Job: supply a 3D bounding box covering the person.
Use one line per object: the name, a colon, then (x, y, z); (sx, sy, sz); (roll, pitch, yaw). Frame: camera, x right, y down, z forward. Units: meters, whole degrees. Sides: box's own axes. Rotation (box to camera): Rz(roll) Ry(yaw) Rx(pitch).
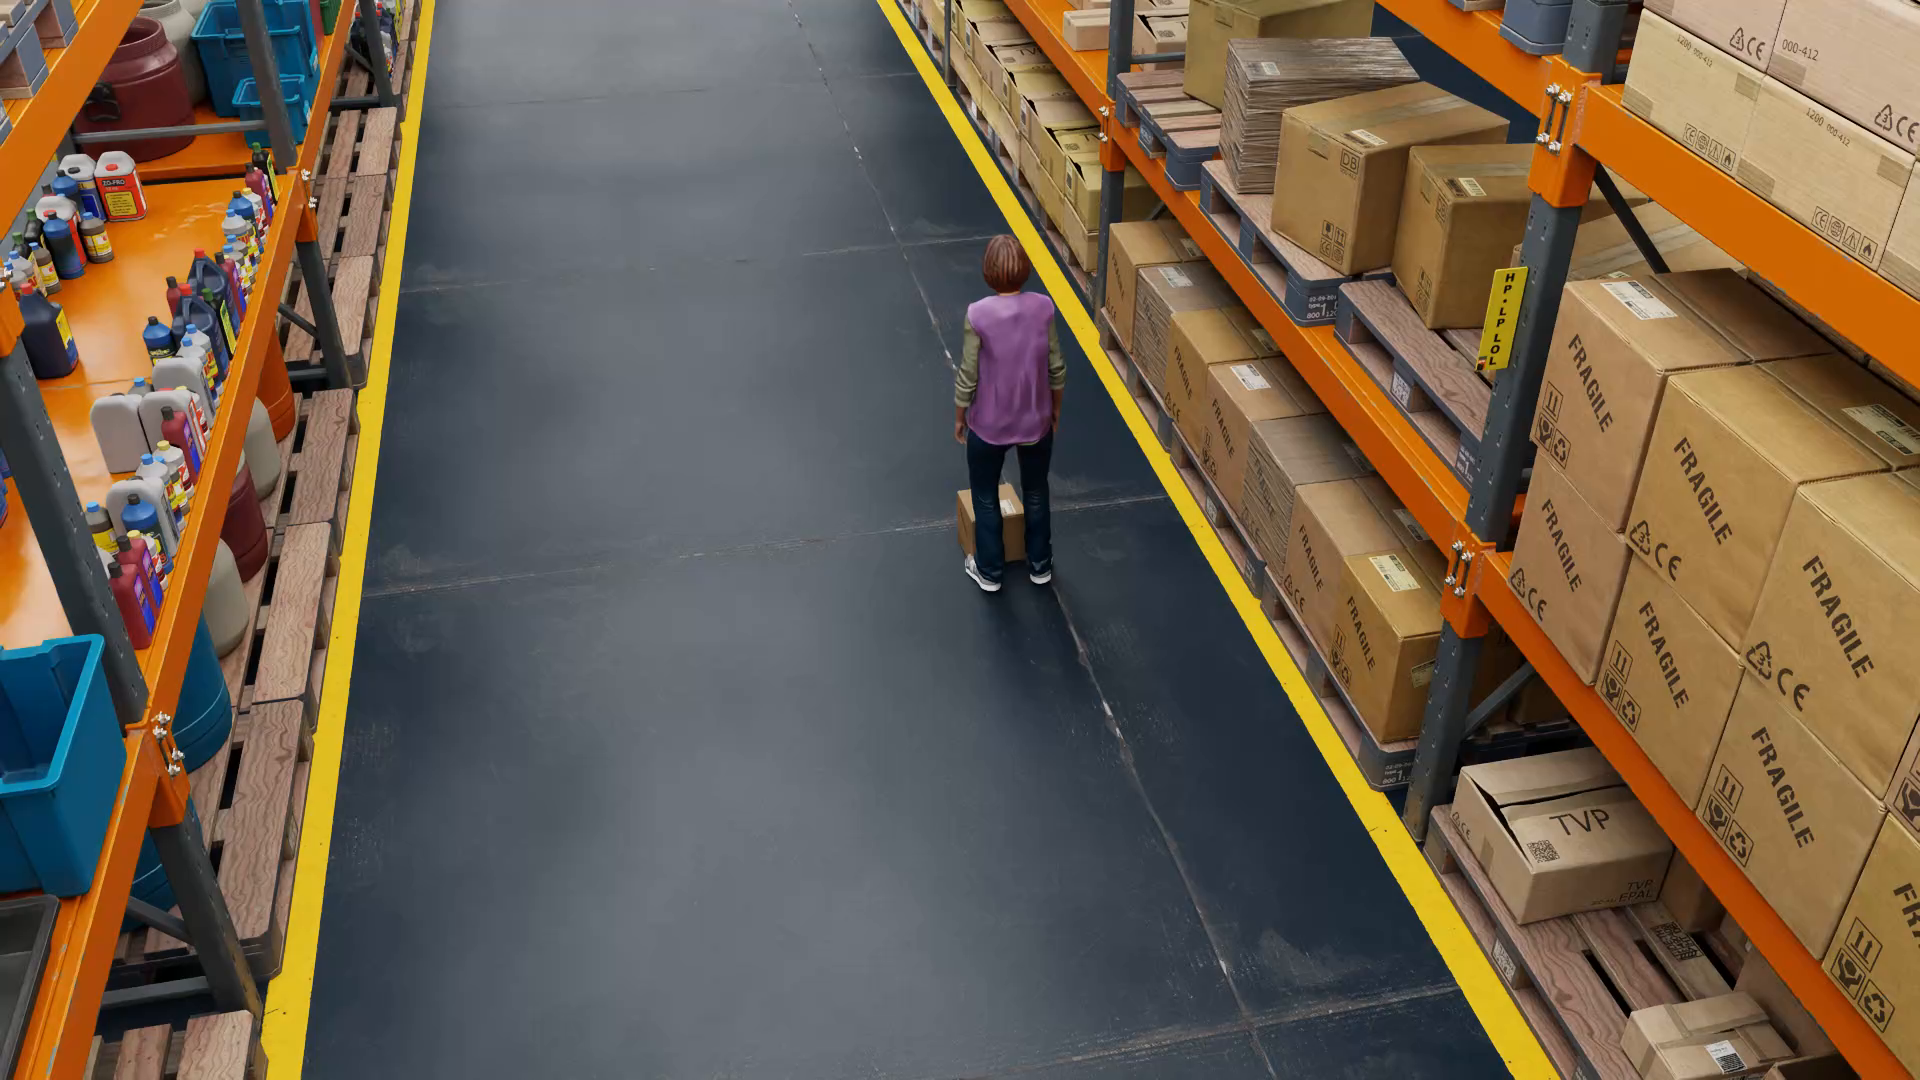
person: (0.202, -0.390, 6.926); (0.461, 1.351, 0.321); (-7, 35, -10)
